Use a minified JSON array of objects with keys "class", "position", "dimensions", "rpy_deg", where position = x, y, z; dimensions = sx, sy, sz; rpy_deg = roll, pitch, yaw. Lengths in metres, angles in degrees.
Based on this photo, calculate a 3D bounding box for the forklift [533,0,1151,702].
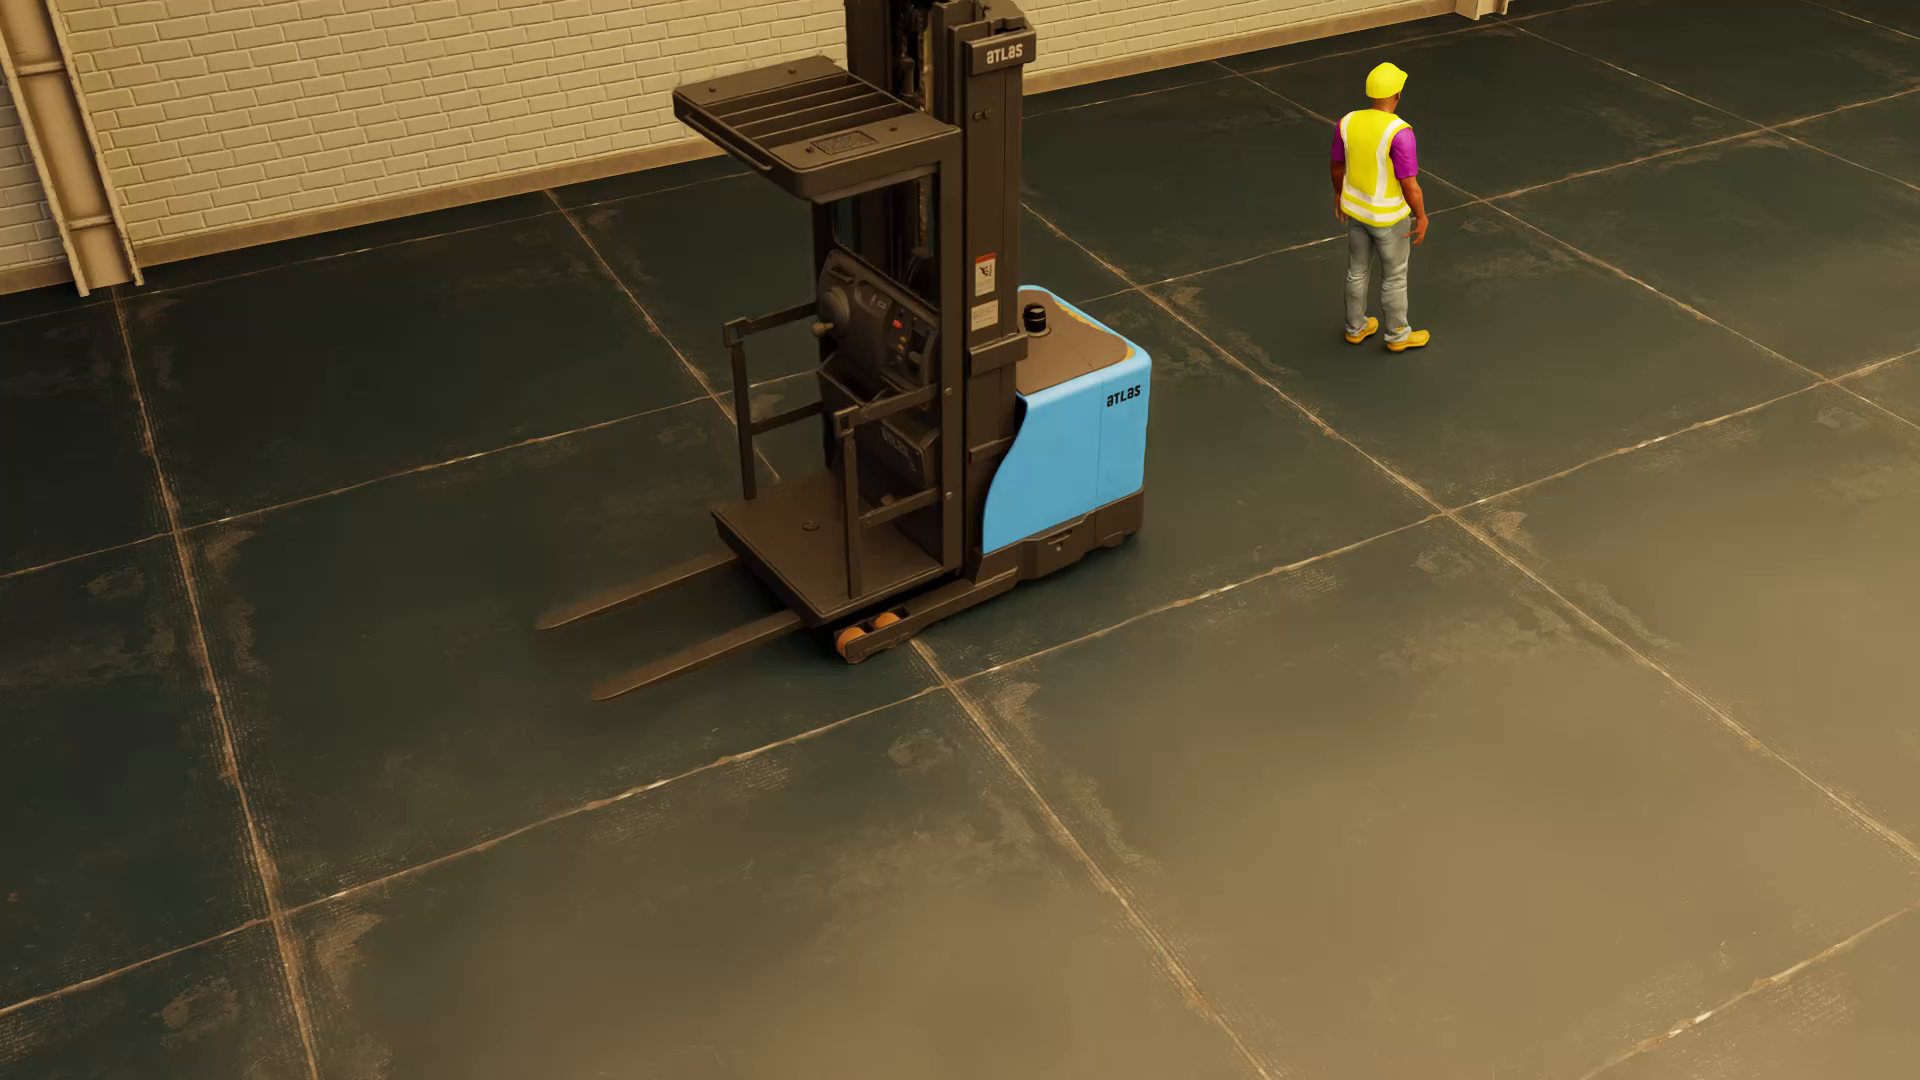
[{"class":"forklift","position":[-0.552,-0.965,7.489],"dimensions":[3.031,2.935,1.130],"rpy_deg":[-22,41,-28]}]

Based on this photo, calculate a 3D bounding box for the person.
[{"class":"person","position":[2.539,-1.996,9.943],"dimensions":[0.577,1.765,0.666],"rpy_deg":[-25,42,-31]}]
